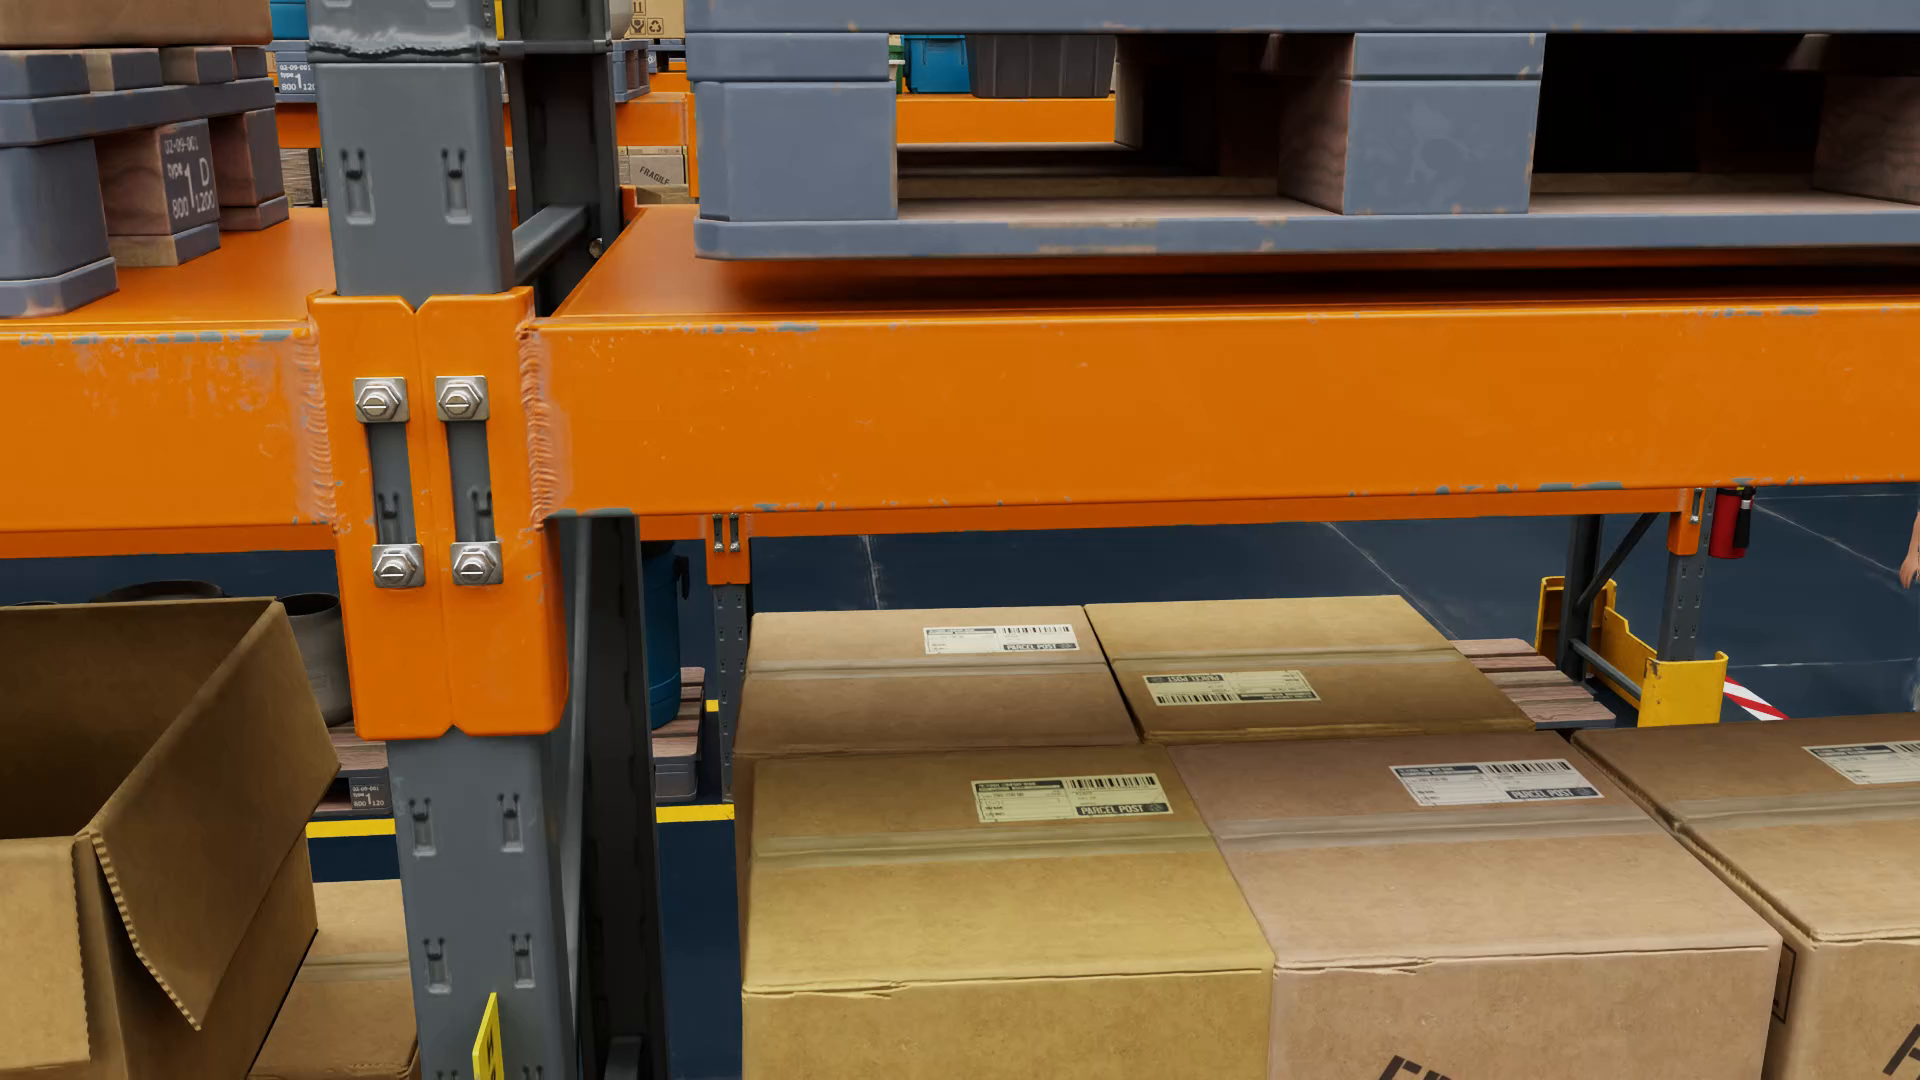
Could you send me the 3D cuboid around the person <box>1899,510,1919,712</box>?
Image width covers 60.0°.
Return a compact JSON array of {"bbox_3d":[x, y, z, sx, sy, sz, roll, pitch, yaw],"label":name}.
[{"bbox_3d":[4.315,0.128,7.064,0.487,1.693,0.432,0,17,1],"label":"person"}]
